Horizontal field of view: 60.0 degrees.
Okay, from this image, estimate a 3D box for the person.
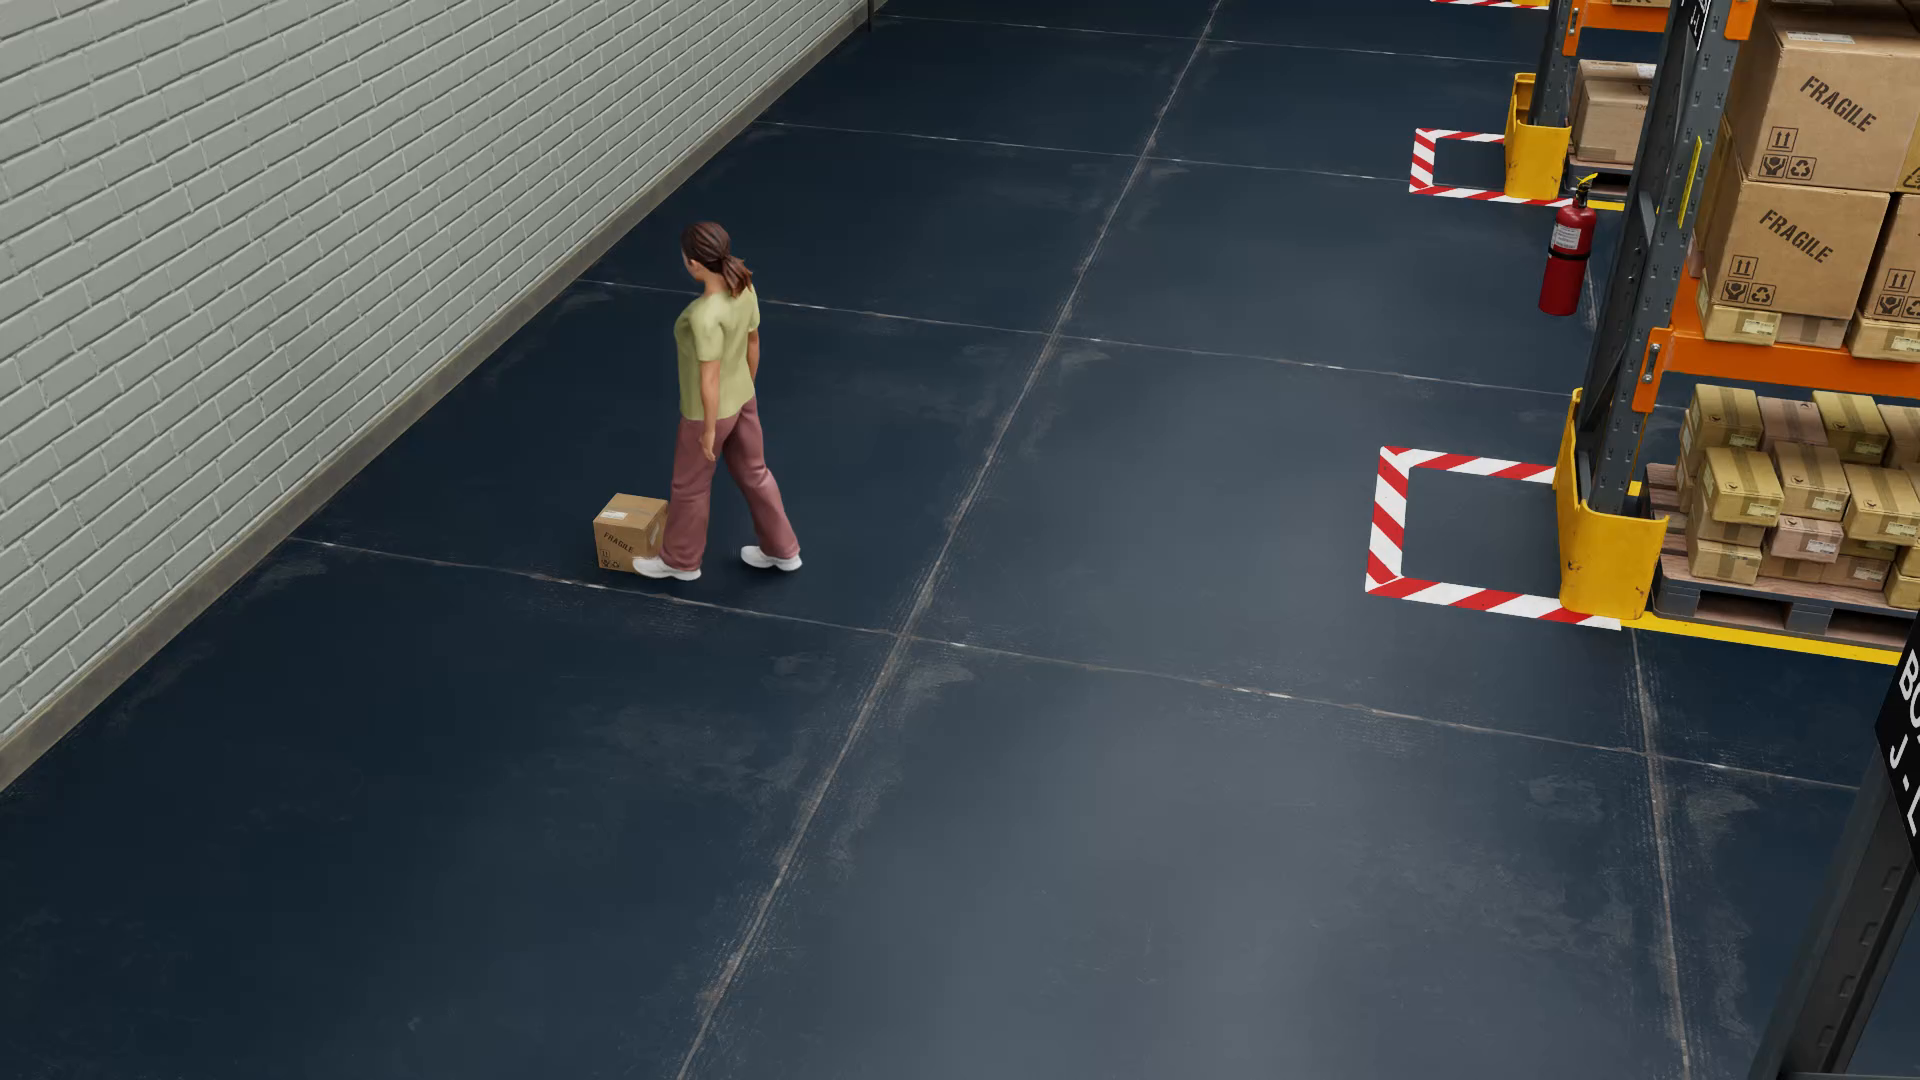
[{"bbox_3d":[-1.068,-0.562,7.020,0.706,1.638,0.464,12,35,18],"label":"person"}]
